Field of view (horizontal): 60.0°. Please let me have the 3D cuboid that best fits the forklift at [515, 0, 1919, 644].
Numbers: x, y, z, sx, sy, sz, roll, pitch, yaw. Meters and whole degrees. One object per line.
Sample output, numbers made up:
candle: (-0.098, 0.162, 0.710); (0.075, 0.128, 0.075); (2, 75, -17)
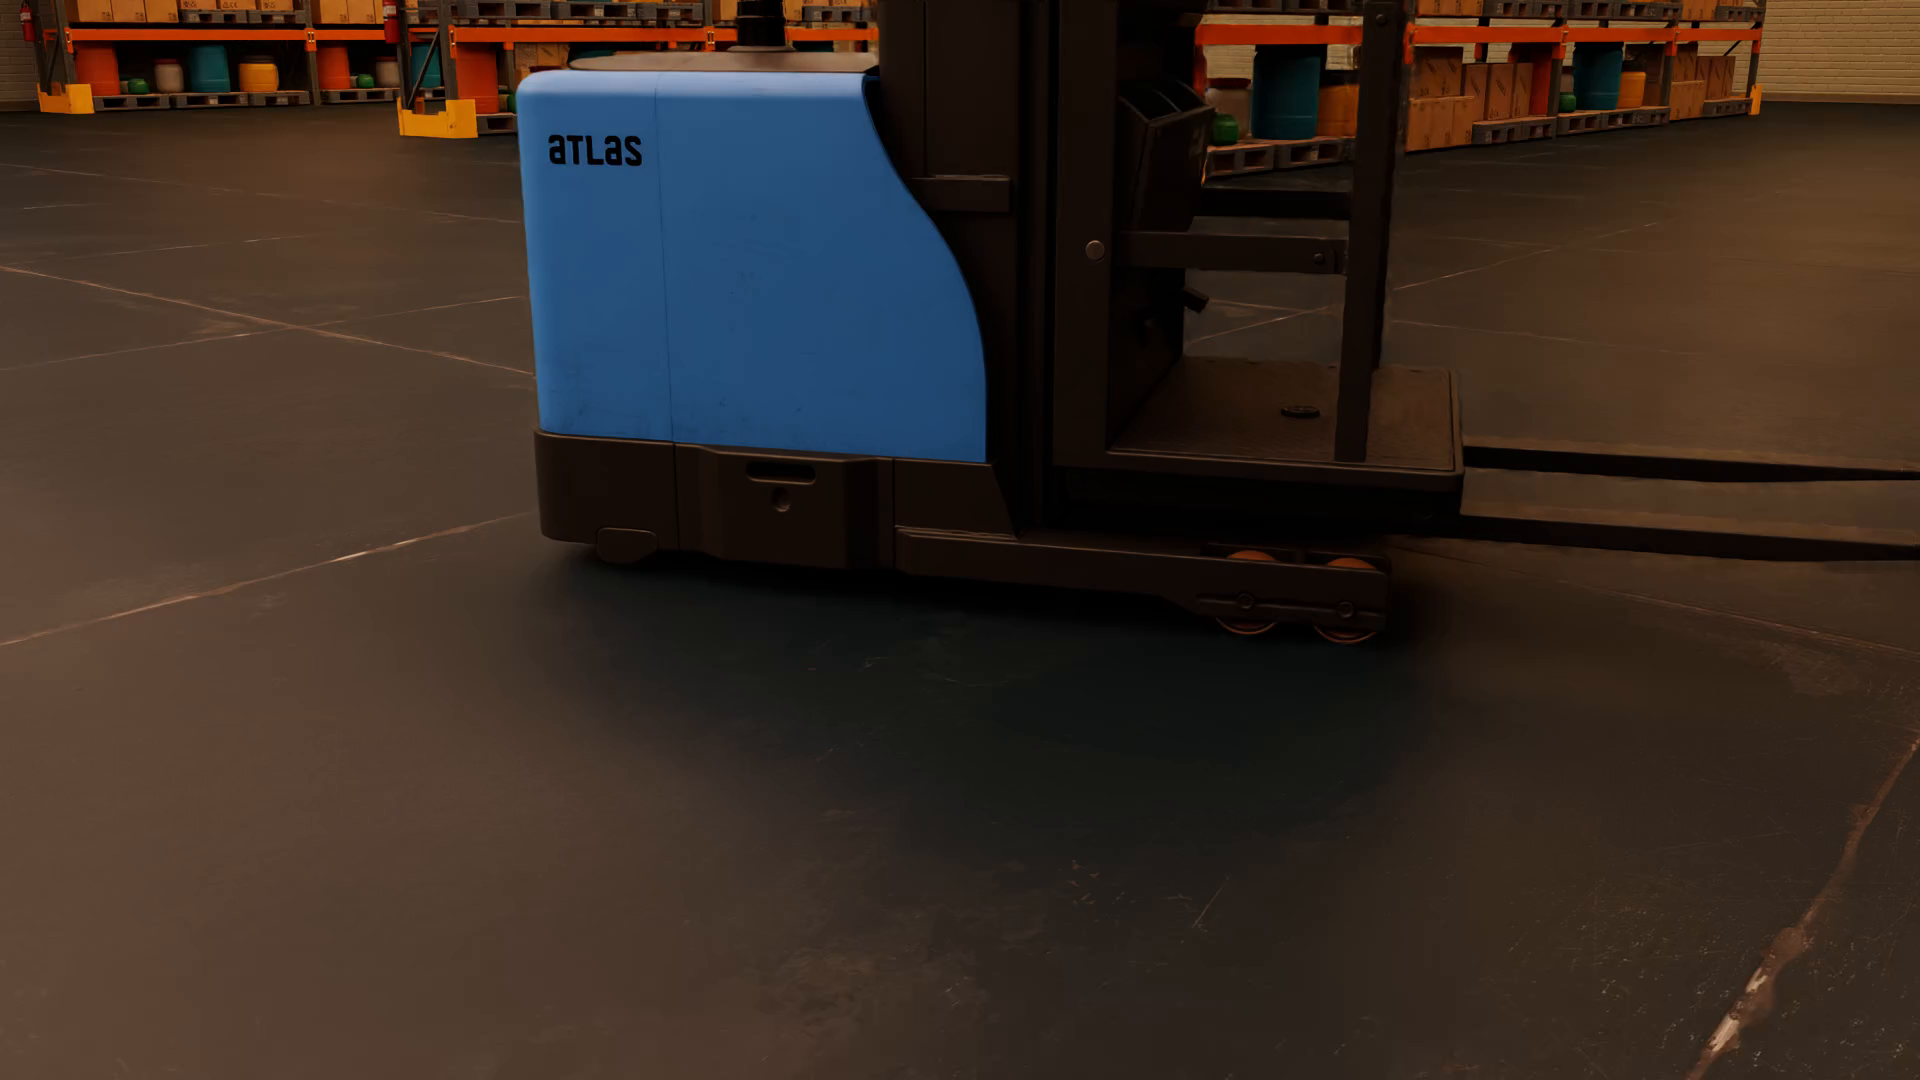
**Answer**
forklift: (0.624, -1.369, 3.406); (3.031, 2.935, 1.130); (5, 17, 15)
